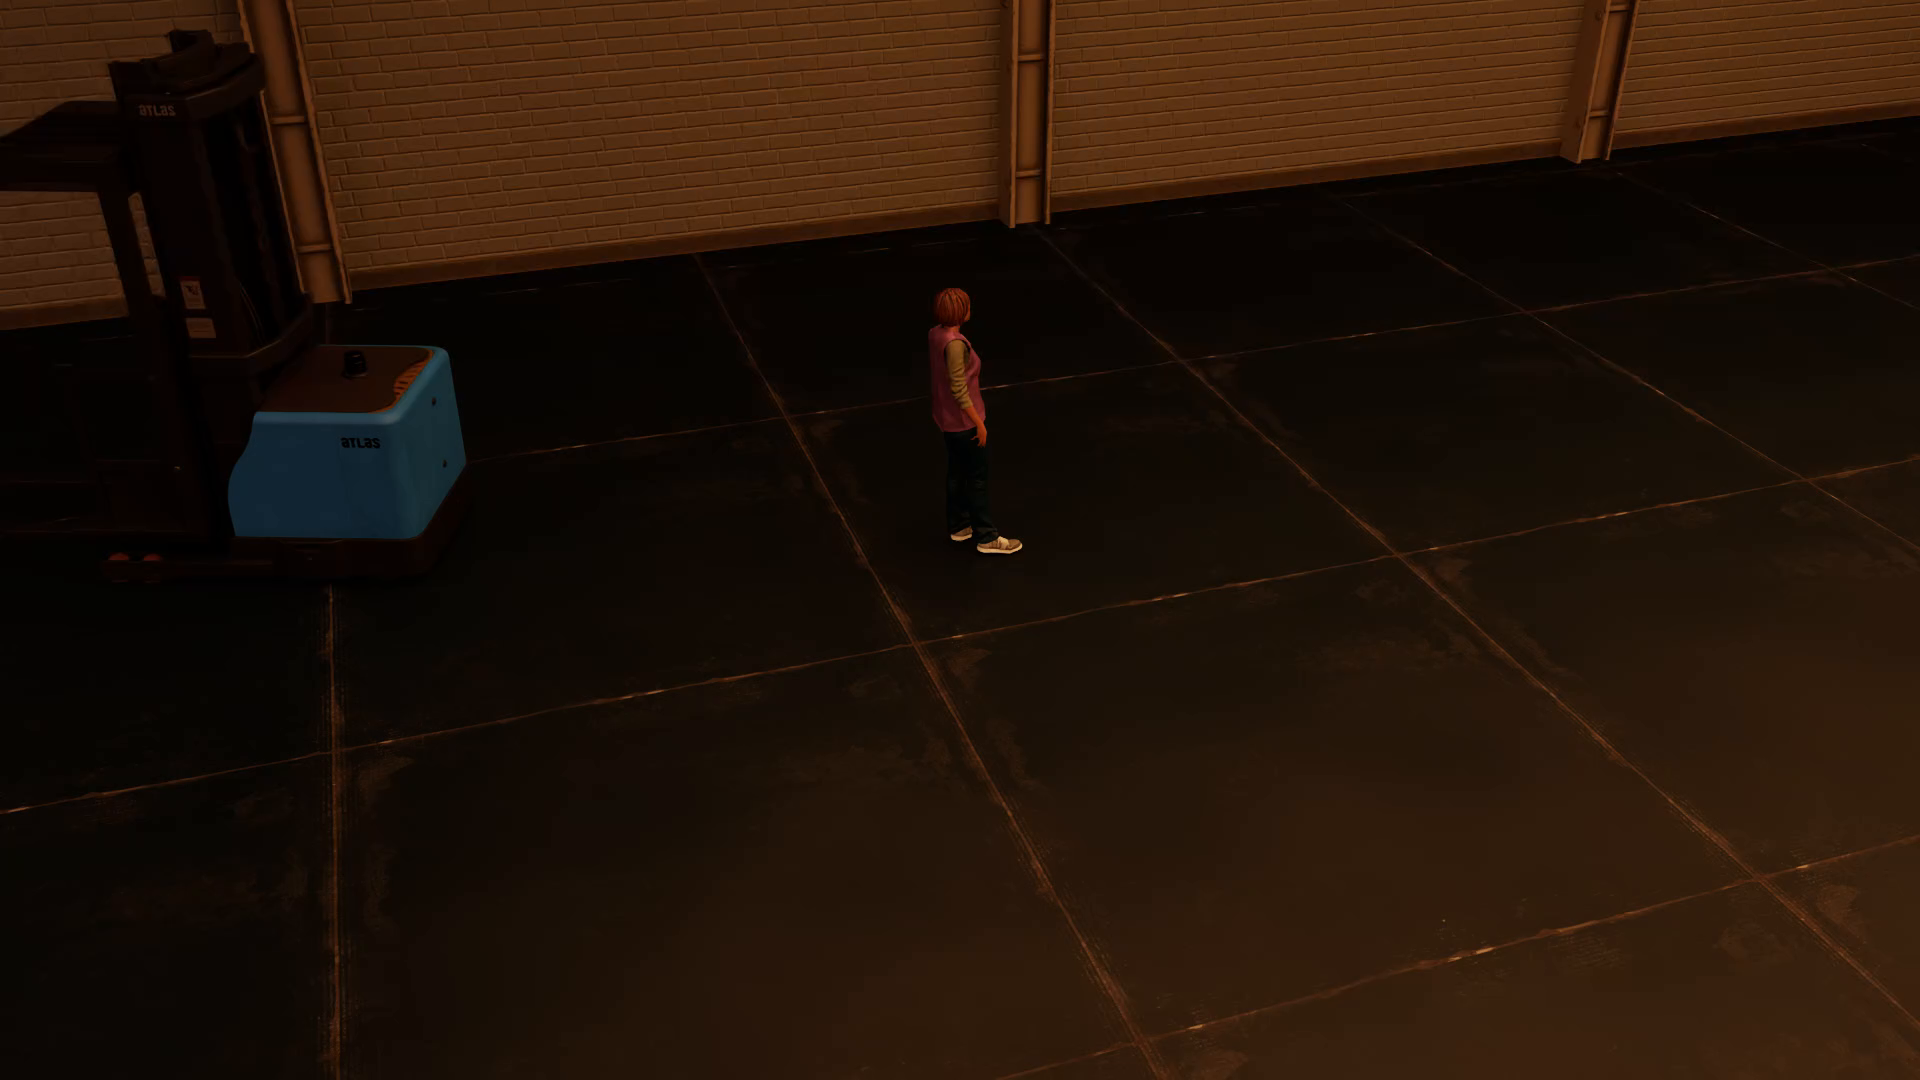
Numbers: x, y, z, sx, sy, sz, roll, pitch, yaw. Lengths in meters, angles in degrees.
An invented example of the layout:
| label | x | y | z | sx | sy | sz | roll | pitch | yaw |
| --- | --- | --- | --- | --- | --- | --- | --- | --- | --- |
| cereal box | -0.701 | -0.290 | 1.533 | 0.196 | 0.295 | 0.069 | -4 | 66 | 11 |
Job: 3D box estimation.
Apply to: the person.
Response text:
| label | x | y | z | sx | sy | sz | roll | pitch | yaw |
| --- | --- | --- | --- | --- | --- | --- | --- | --- | --- |
| person | 0.074 | -0.704 | 9.633 | 0.476 | 1.597 | 0.520 | -10 | 31 | -16 |

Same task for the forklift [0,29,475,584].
| label | x | y | z | sx | sy | sz | roll | pitch | yaw |
| --- | --- | --- | --- | --- | --- | --- | --- | --- | --- |
| forklift | -4.547 | -1.282 | 9.315 | 3.031 | 2.935 | 1.130 | 1 | 30 | 2 |
